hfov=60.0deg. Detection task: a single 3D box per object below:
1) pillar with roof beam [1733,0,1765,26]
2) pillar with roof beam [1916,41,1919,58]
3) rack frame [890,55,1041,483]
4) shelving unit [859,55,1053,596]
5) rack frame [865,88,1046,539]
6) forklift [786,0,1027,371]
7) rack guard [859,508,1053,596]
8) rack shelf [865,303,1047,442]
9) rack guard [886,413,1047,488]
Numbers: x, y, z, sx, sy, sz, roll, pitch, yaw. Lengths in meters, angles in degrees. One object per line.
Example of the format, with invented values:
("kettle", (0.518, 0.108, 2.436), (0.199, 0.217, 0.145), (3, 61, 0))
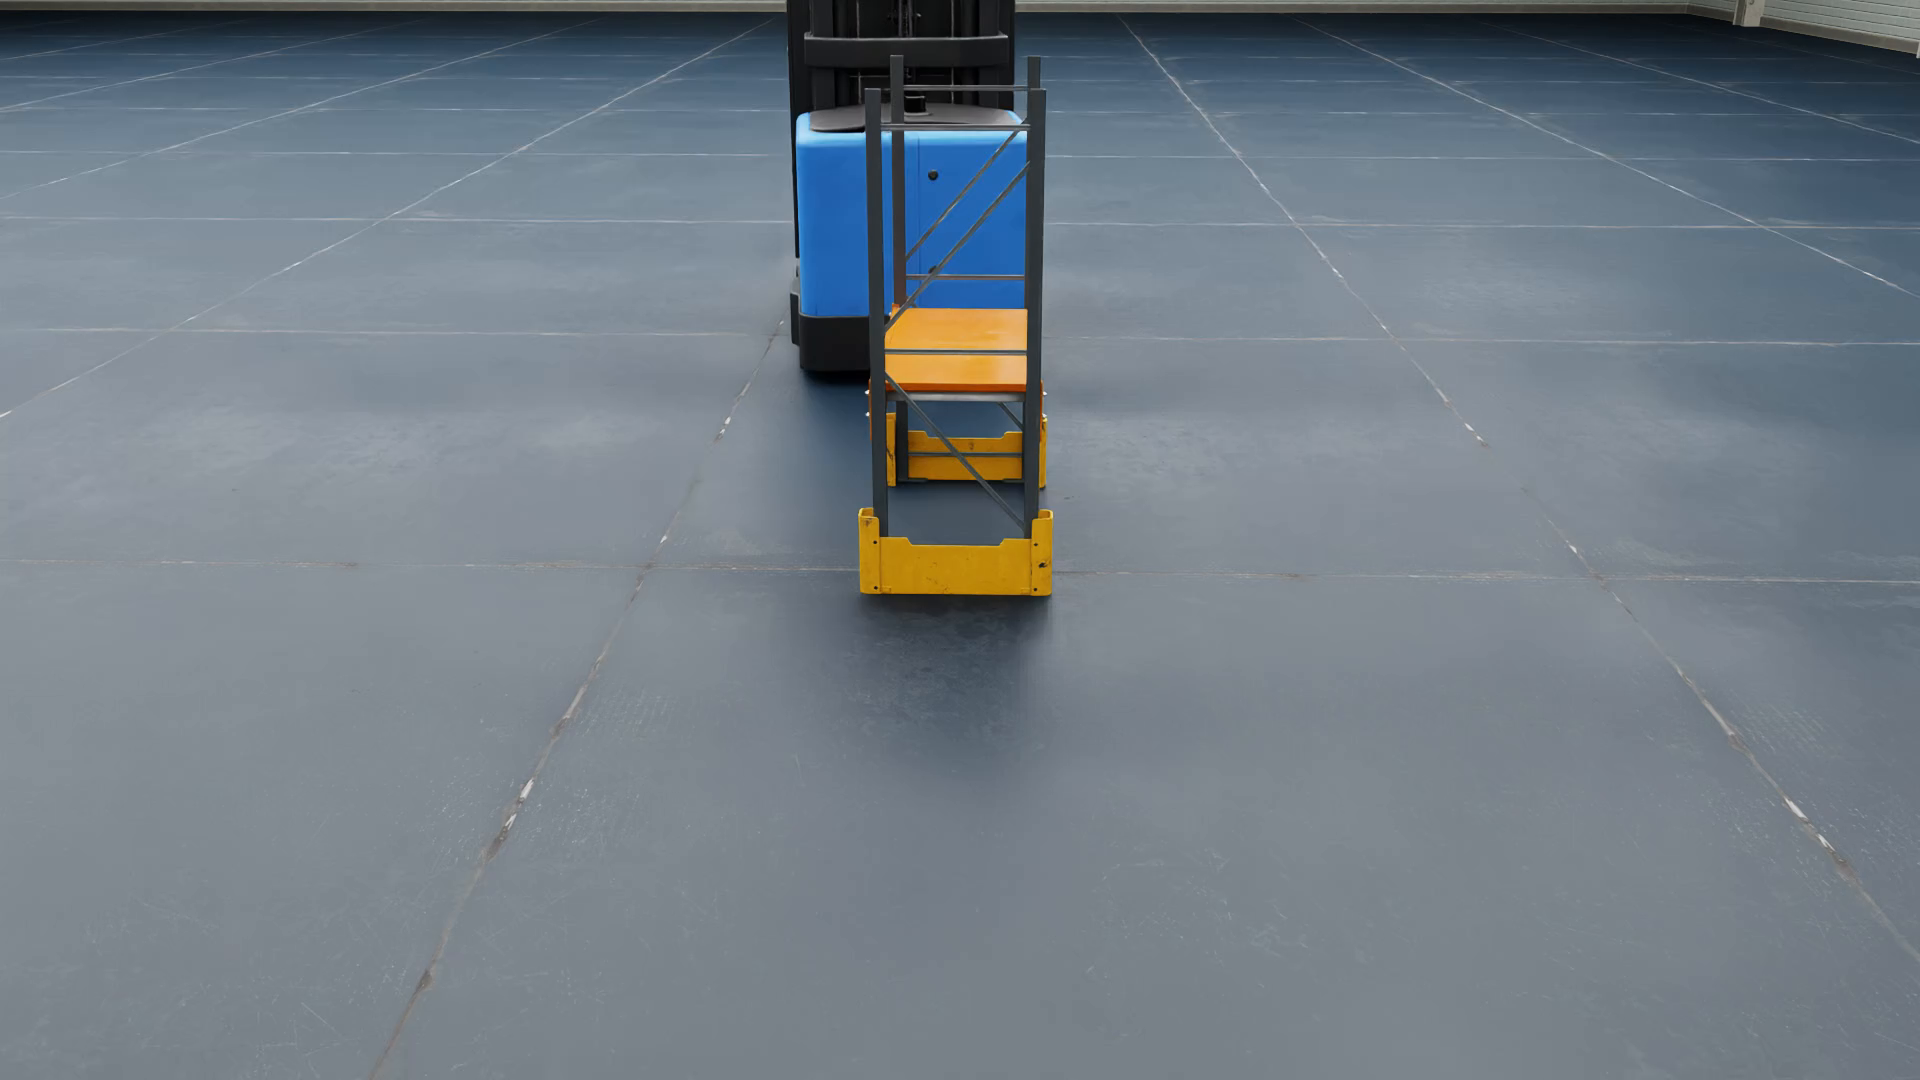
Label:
("pillar with roof beam", (8.613, -12.688, 25.788), (9.100, 9.000, 0.400), (1, 21, 2))
("pillar with roof beam", (8.430, -10.518, 20.197), (9.100, 9.000, 0.400), (1, 21, 2))
("rack frame", (0.018, -0.914, 5.811), (0.500, 1.500, 0.032), (1, 21, 2))
("shelving unit", (0.002, -0.727, 5.329), (0.587, 1.500, 1.083), (1, 21, 2))
("rack frame", (-0.013, -0.546, 4.863), (0.500, 1.500, 0.032), (1, 21, 2))
("forklift", (-0.304, -2.590, 8.153), (1.130, 2.935, 3.031), (-2, 21, -5))
("rack guard", (-0.013, 0.036, 5.091), (0.587, 0.250, 0.087), (1, 21, 2))
("rack shelf", (0.003, -0.562, 5.402), (0.538, 0.185, 1.000), (1, 21, 2))
("rack guard", (0.017, -0.324, 6.019), (0.587, 0.250, 0.087), (1, 21, 2))
